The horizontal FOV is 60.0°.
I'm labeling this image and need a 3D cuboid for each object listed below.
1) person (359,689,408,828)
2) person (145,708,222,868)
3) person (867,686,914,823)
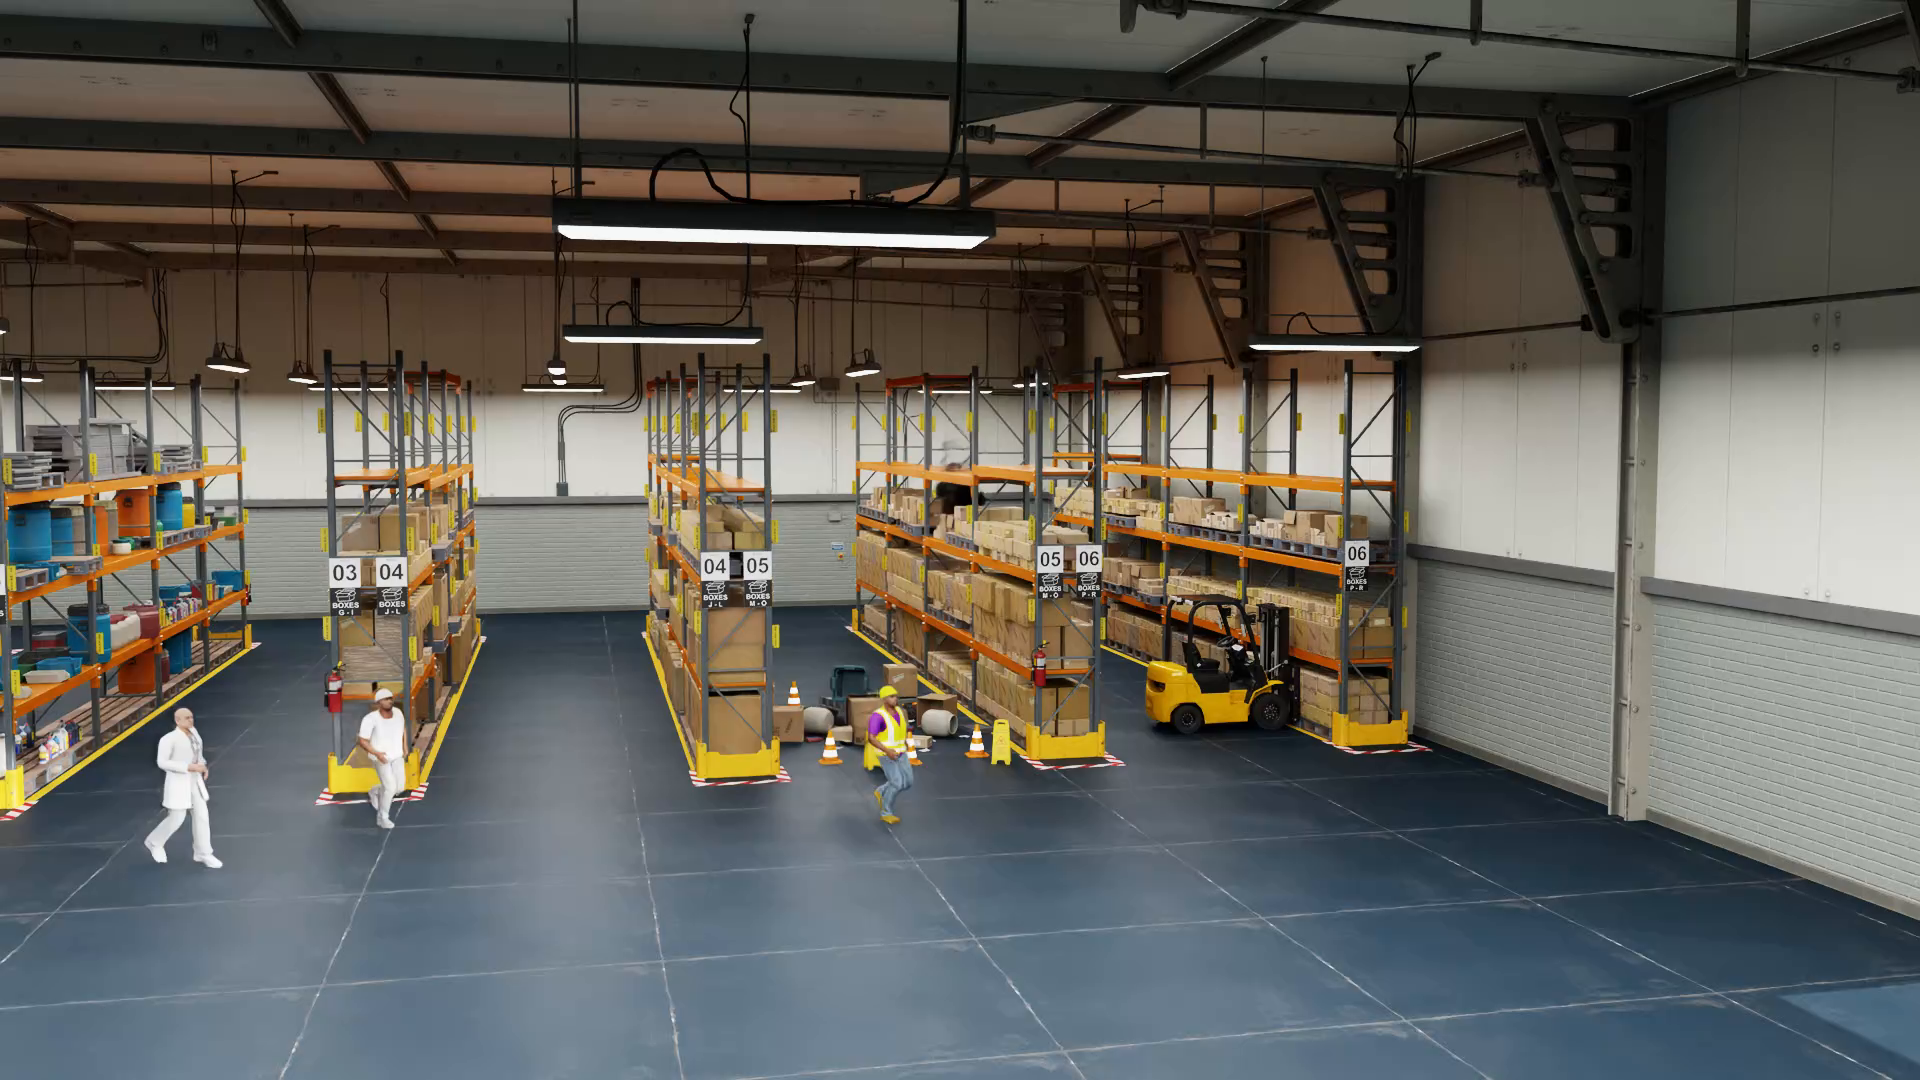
[{"bbox_3d":[-7.196,2.704,20.765,0.663,1.731,0.706,3,5,34],"label":"person"},{"bbox_3d":[-8.793,2.797,18.846,0.898,1.807,0.730,1,4,18],"label":"person"},{"bbox_3d":[-0.884,2.686,20.935,0.544,1.725,0.704,3,5,34],"label":"person"}]
